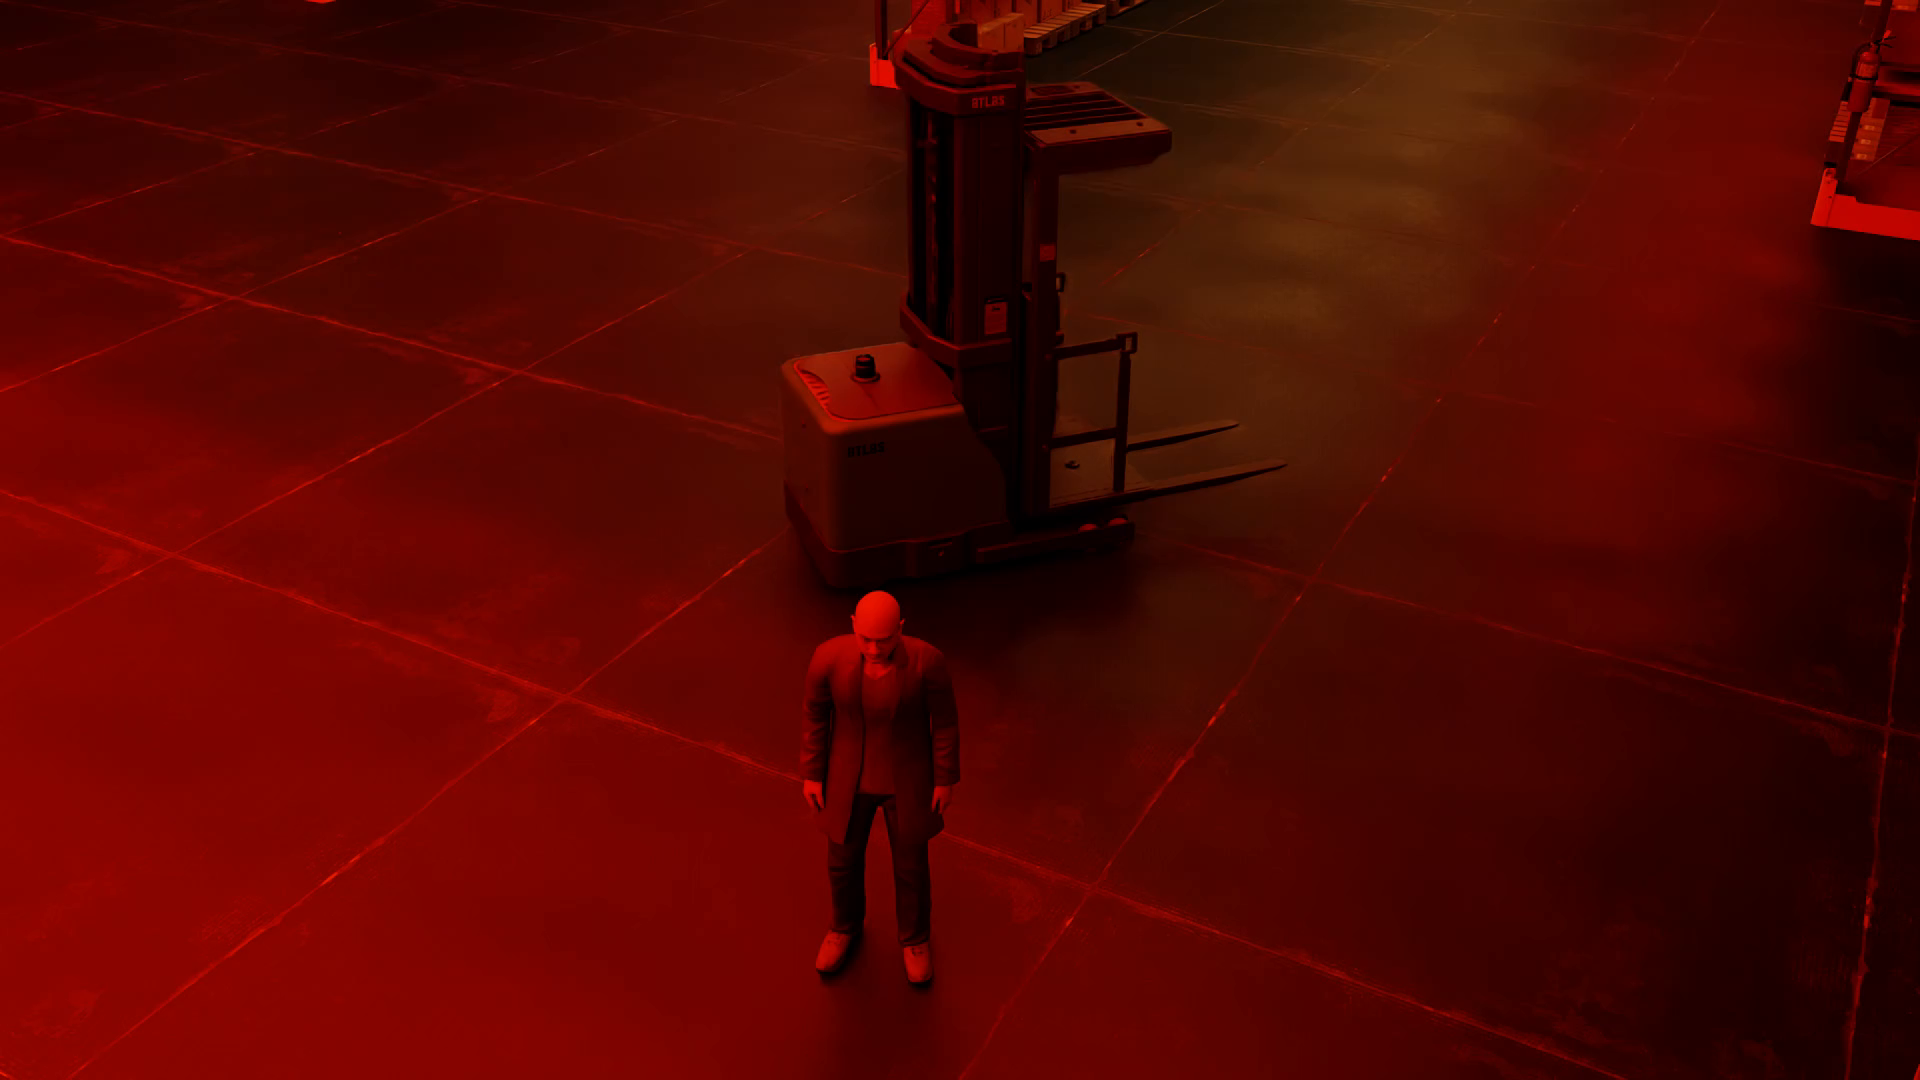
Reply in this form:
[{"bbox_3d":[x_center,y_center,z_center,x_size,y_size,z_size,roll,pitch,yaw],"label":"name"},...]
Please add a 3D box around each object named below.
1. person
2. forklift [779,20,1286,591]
[{"bbox_3d":[-0.320,0.955,6.578,0.644,1.775,0.440,3,30,5],"label":"person"},{"bbox_3d":[0.507,-1.433,9.553,3.031,2.935,1.130,-11,32,-18],"label":"forklift"}]
